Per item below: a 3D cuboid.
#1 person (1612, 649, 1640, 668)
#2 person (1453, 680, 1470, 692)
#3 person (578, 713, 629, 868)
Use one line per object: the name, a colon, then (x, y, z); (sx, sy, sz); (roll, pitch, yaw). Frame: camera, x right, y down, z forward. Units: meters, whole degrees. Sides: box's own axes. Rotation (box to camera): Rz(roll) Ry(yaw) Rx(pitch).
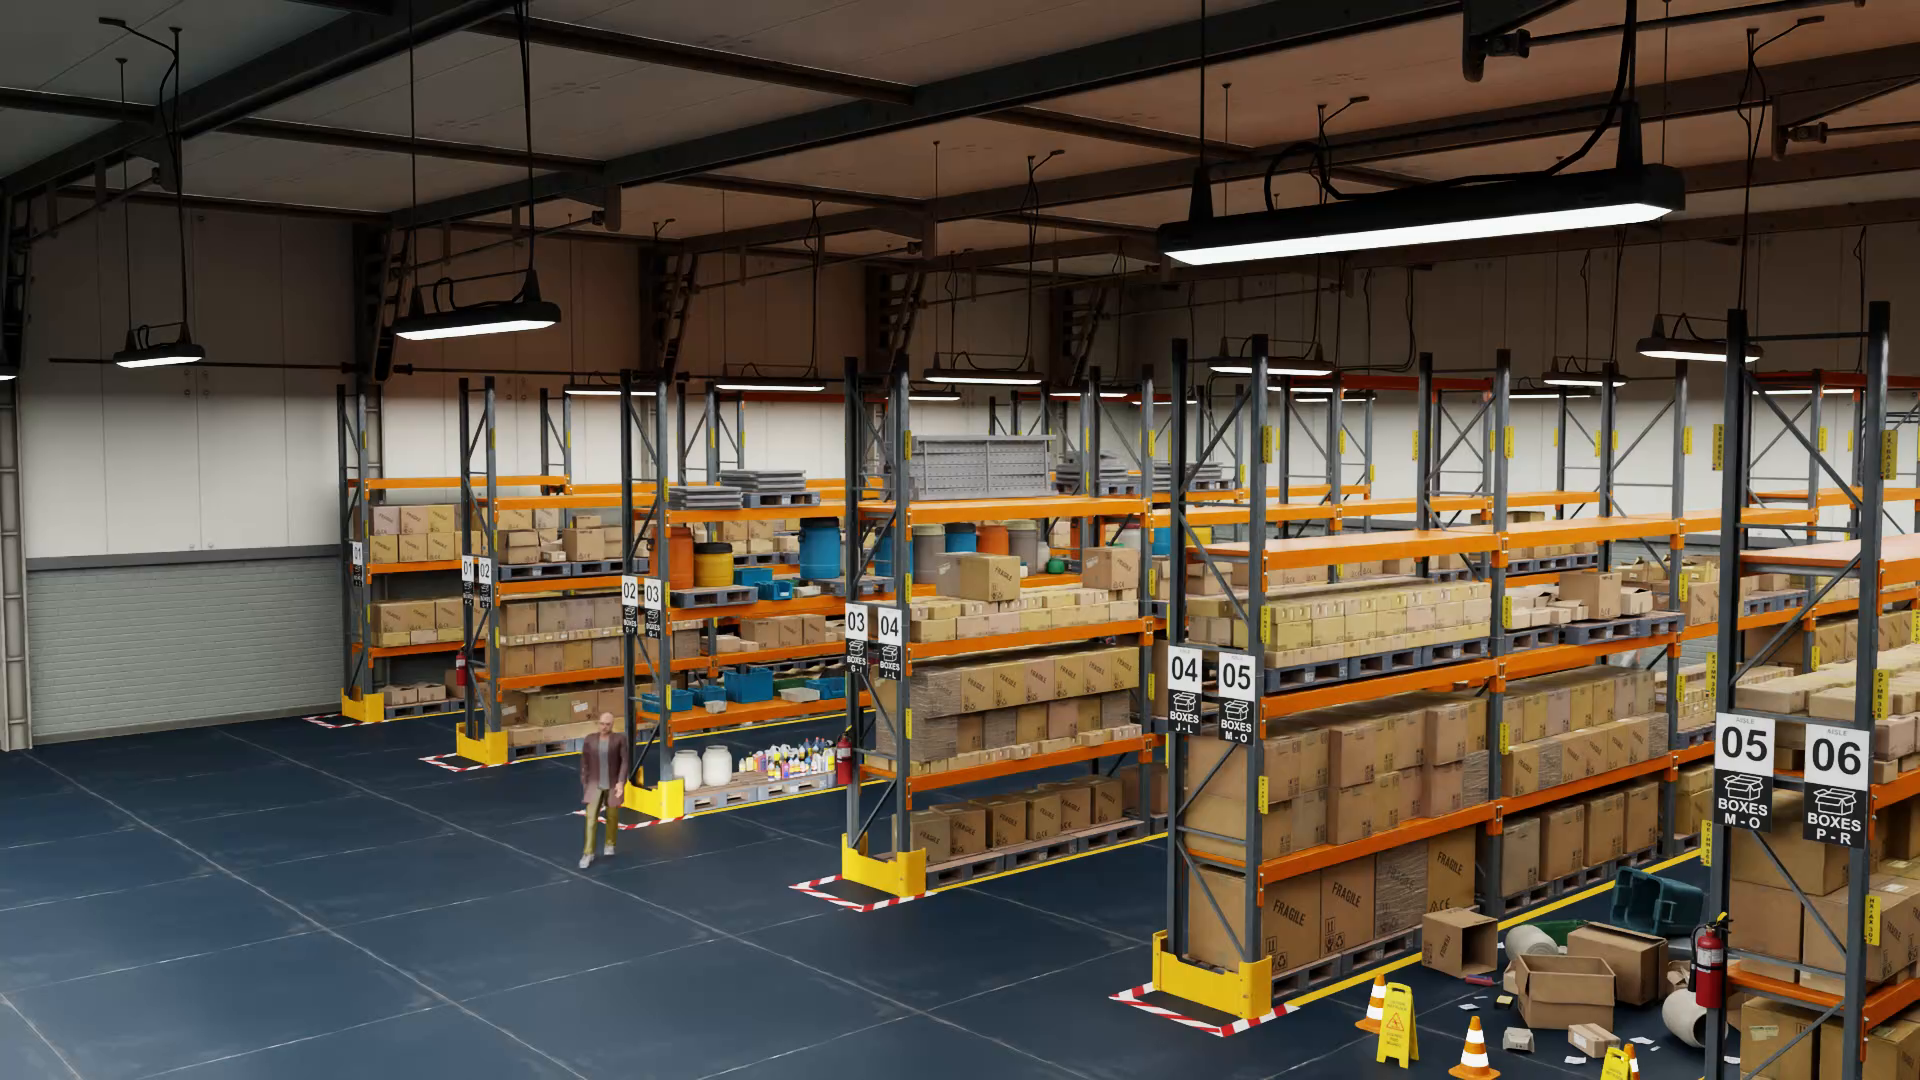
person: (12.957, 2.229, 32.190); (1.091, 1.613, 0.470); (-1, 4, -11)
person: (7.299, 2.746, 23.699); (0.717, 1.732, 0.630); (-2, 4, -25)
person: (-4.275, 2.957, 19.962); (0.610, 1.756, 0.886); (-1, 4, -11)
